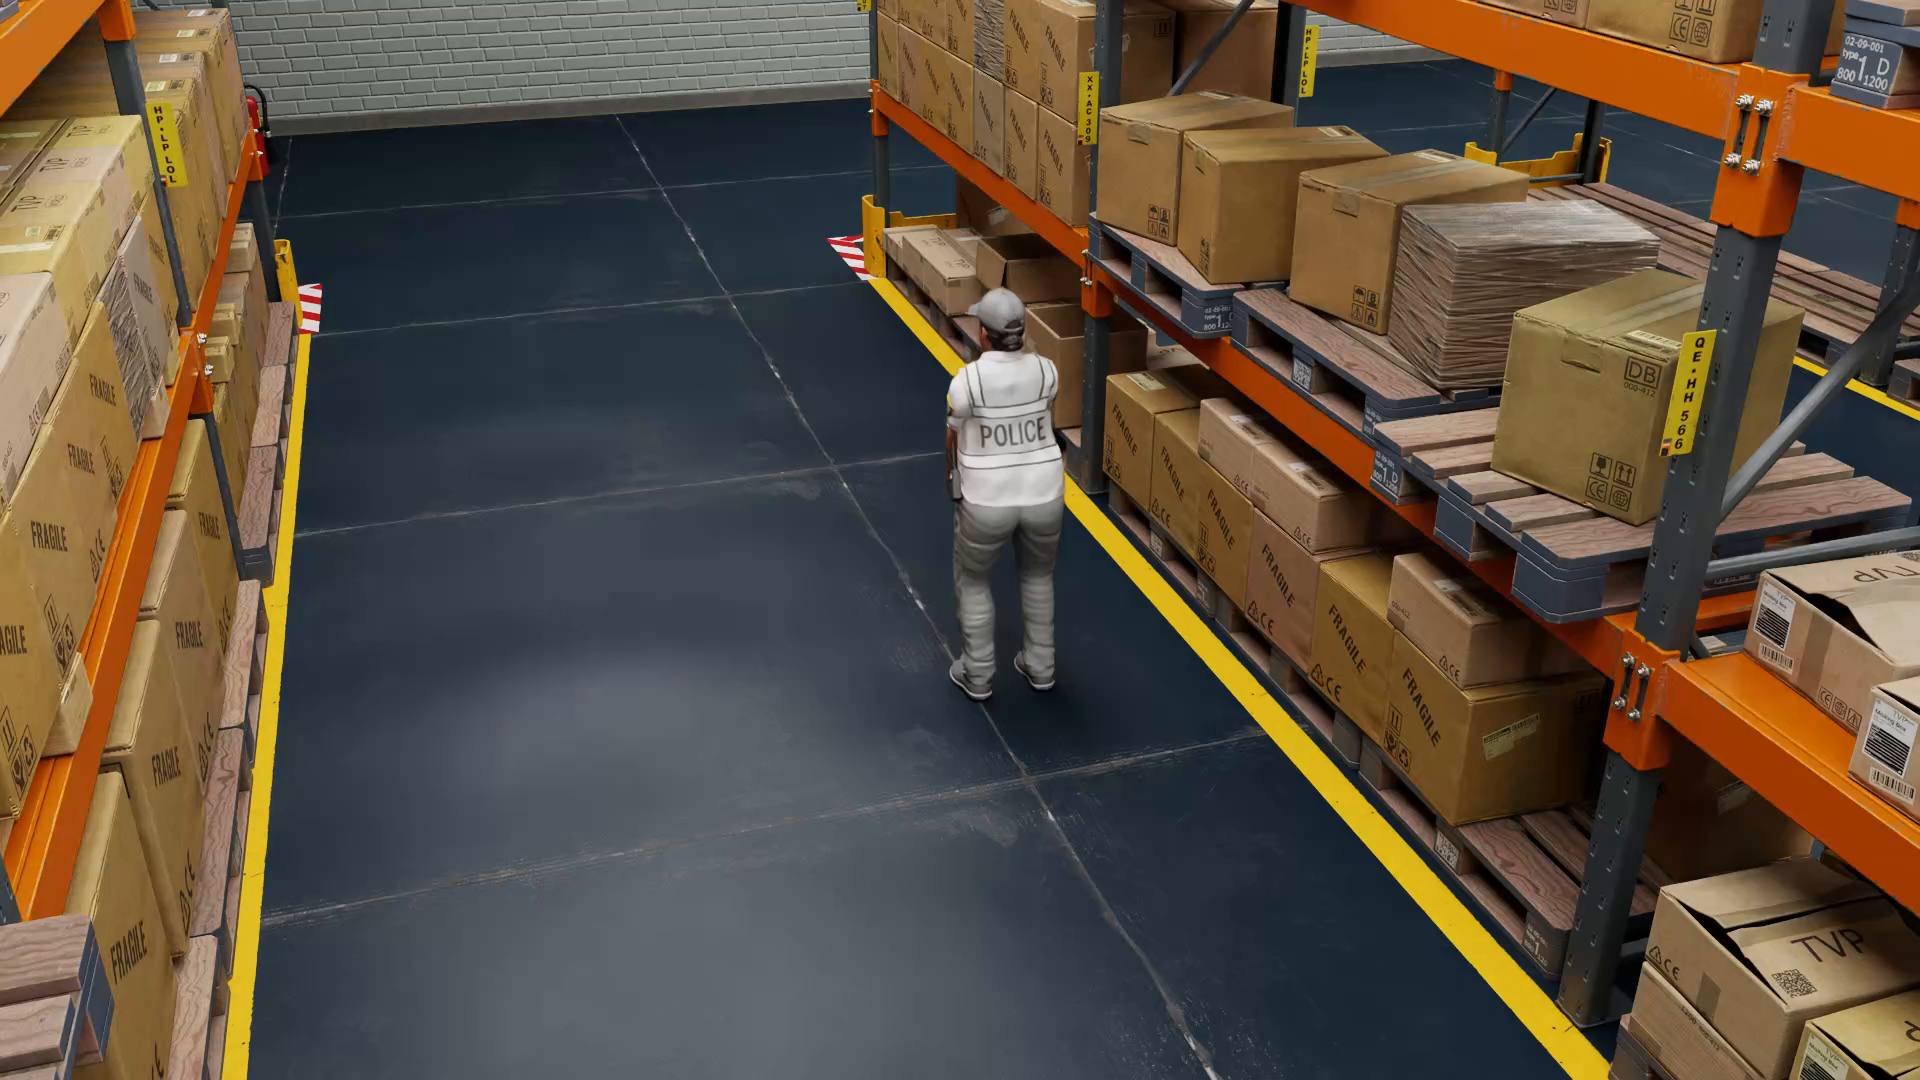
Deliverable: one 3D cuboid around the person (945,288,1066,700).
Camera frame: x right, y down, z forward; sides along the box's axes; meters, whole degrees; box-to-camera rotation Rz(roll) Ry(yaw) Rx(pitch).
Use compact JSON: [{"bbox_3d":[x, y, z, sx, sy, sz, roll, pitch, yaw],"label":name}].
[{"bbox_3d":[0.152,-0.187,6.504,0.452,1.660,0.539,-8,28,-16],"label":"person"}]
